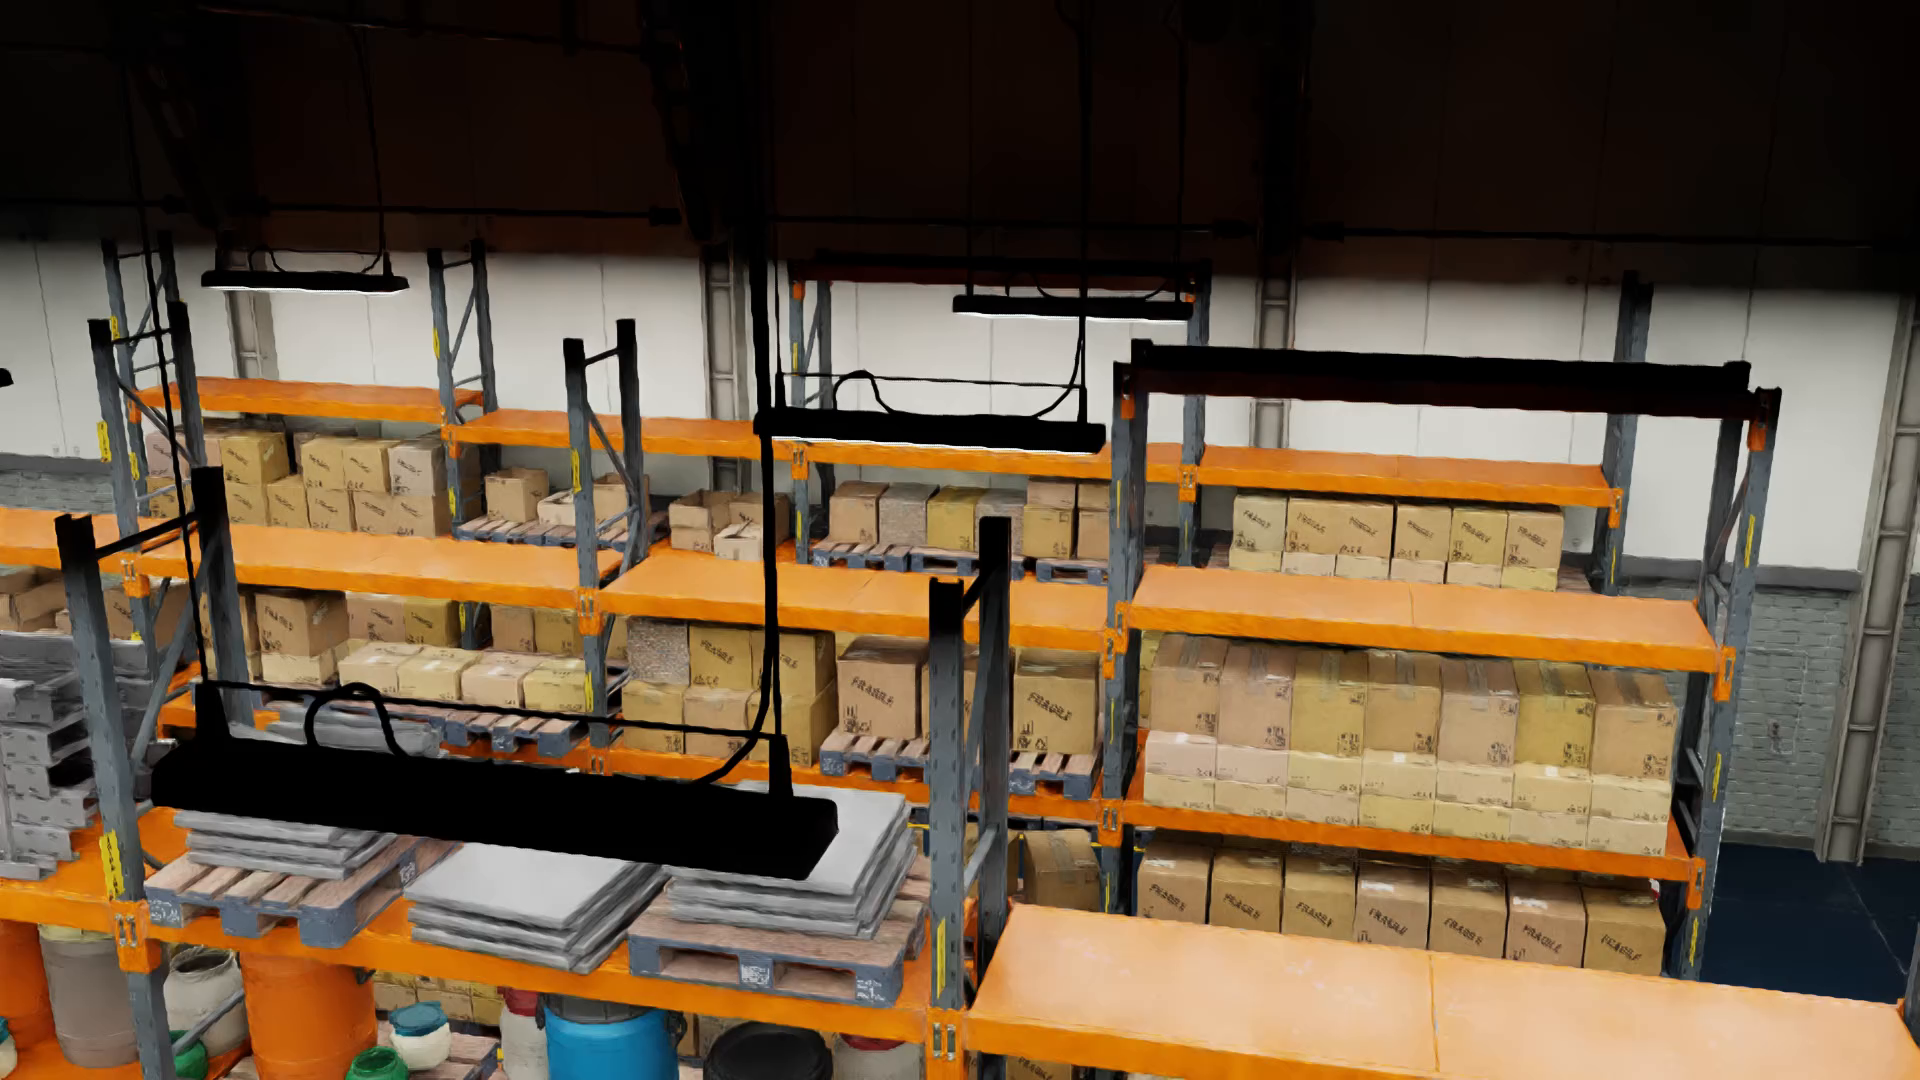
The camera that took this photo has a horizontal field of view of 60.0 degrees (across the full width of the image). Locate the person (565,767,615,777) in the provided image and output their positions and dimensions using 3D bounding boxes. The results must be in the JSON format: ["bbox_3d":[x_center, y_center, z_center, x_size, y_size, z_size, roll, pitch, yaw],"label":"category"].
[{"bbox_3d":[-3.467,2.766,15.687,0.640,1.787,0.504,-5,17,-17],"label":"person"}]
